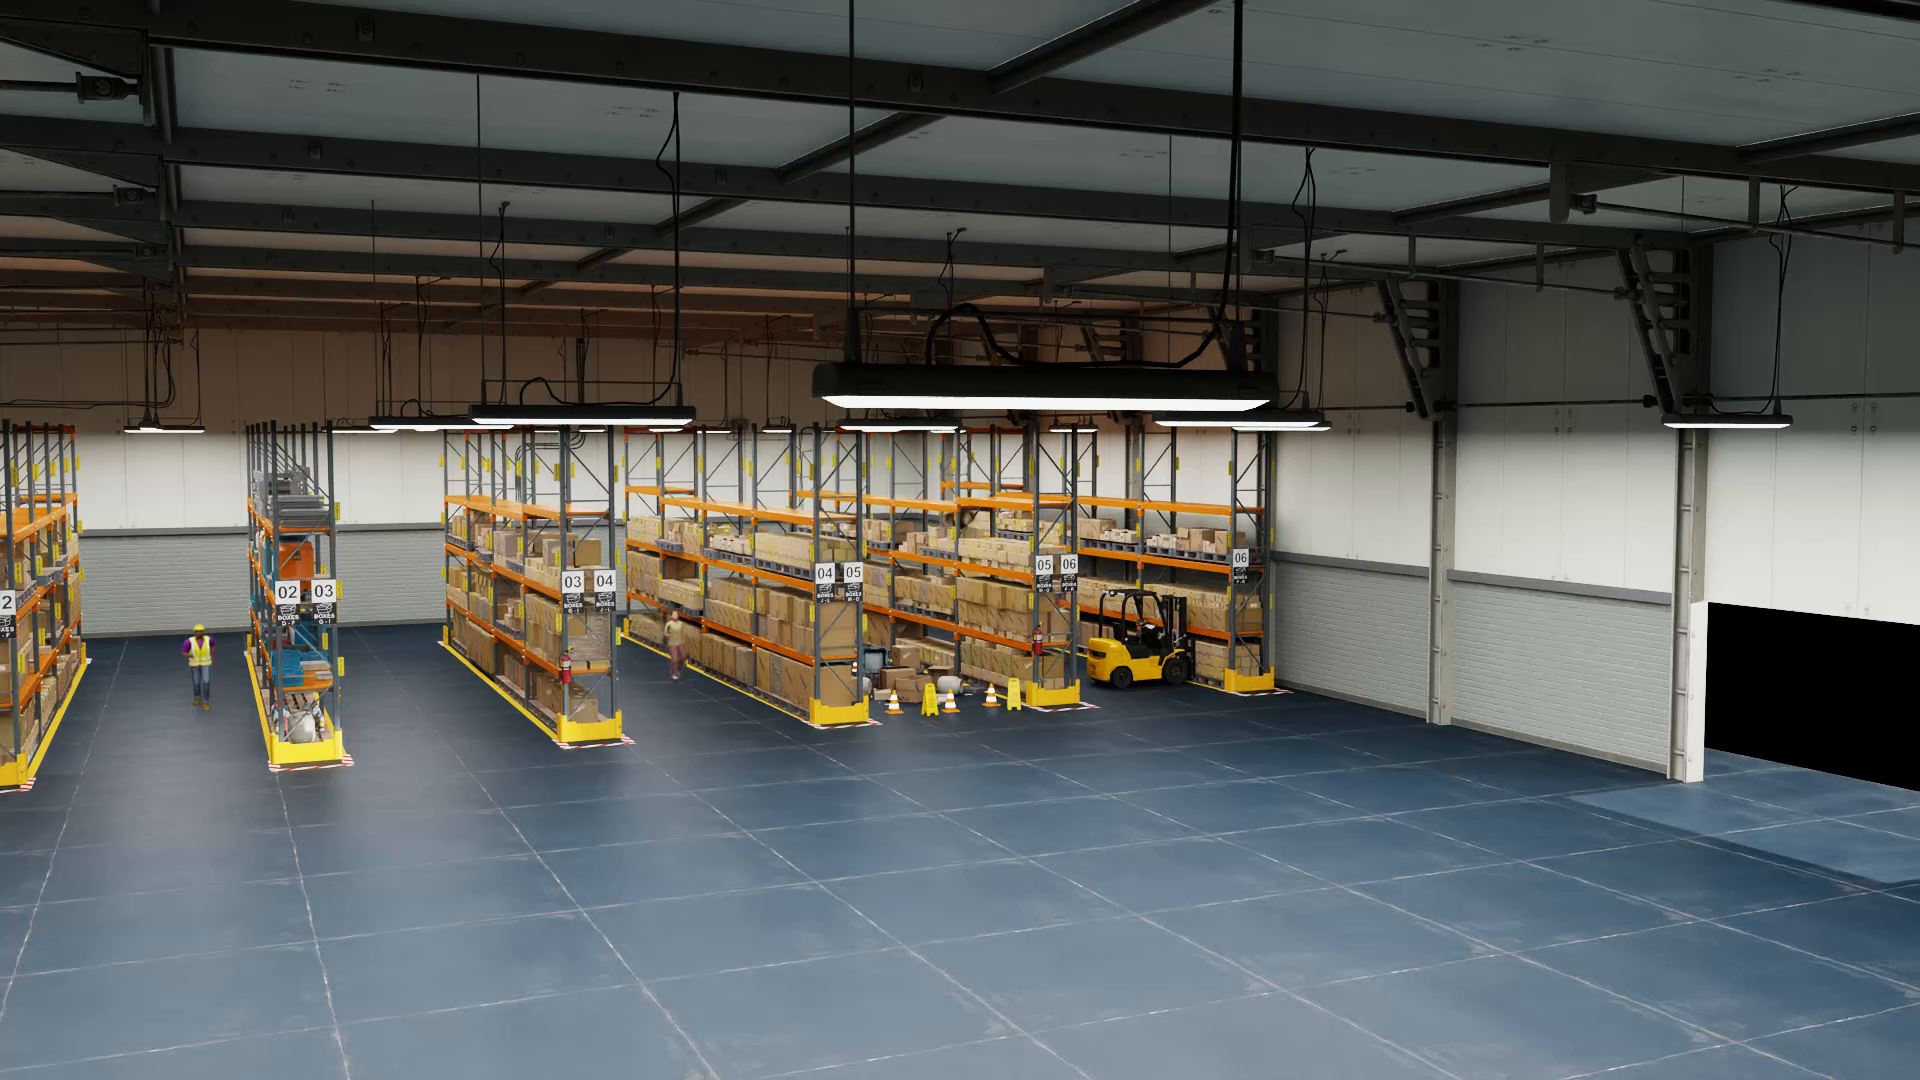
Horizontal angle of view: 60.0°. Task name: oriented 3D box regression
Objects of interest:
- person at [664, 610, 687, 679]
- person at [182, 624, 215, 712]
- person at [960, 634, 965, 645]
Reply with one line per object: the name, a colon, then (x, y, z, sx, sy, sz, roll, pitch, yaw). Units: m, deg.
person: (-6.646, 2.459, 38.998, 0.568, 1.621, 0.543, -2, 4, -32)
person: (-15.957, 2.651, 34.877, 0.640, 1.796, 0.890, -2, 4, -24)
person: (0.193, 1.983, 45.584, 0.664, 1.852, 0.776, -2, 4, -33)
